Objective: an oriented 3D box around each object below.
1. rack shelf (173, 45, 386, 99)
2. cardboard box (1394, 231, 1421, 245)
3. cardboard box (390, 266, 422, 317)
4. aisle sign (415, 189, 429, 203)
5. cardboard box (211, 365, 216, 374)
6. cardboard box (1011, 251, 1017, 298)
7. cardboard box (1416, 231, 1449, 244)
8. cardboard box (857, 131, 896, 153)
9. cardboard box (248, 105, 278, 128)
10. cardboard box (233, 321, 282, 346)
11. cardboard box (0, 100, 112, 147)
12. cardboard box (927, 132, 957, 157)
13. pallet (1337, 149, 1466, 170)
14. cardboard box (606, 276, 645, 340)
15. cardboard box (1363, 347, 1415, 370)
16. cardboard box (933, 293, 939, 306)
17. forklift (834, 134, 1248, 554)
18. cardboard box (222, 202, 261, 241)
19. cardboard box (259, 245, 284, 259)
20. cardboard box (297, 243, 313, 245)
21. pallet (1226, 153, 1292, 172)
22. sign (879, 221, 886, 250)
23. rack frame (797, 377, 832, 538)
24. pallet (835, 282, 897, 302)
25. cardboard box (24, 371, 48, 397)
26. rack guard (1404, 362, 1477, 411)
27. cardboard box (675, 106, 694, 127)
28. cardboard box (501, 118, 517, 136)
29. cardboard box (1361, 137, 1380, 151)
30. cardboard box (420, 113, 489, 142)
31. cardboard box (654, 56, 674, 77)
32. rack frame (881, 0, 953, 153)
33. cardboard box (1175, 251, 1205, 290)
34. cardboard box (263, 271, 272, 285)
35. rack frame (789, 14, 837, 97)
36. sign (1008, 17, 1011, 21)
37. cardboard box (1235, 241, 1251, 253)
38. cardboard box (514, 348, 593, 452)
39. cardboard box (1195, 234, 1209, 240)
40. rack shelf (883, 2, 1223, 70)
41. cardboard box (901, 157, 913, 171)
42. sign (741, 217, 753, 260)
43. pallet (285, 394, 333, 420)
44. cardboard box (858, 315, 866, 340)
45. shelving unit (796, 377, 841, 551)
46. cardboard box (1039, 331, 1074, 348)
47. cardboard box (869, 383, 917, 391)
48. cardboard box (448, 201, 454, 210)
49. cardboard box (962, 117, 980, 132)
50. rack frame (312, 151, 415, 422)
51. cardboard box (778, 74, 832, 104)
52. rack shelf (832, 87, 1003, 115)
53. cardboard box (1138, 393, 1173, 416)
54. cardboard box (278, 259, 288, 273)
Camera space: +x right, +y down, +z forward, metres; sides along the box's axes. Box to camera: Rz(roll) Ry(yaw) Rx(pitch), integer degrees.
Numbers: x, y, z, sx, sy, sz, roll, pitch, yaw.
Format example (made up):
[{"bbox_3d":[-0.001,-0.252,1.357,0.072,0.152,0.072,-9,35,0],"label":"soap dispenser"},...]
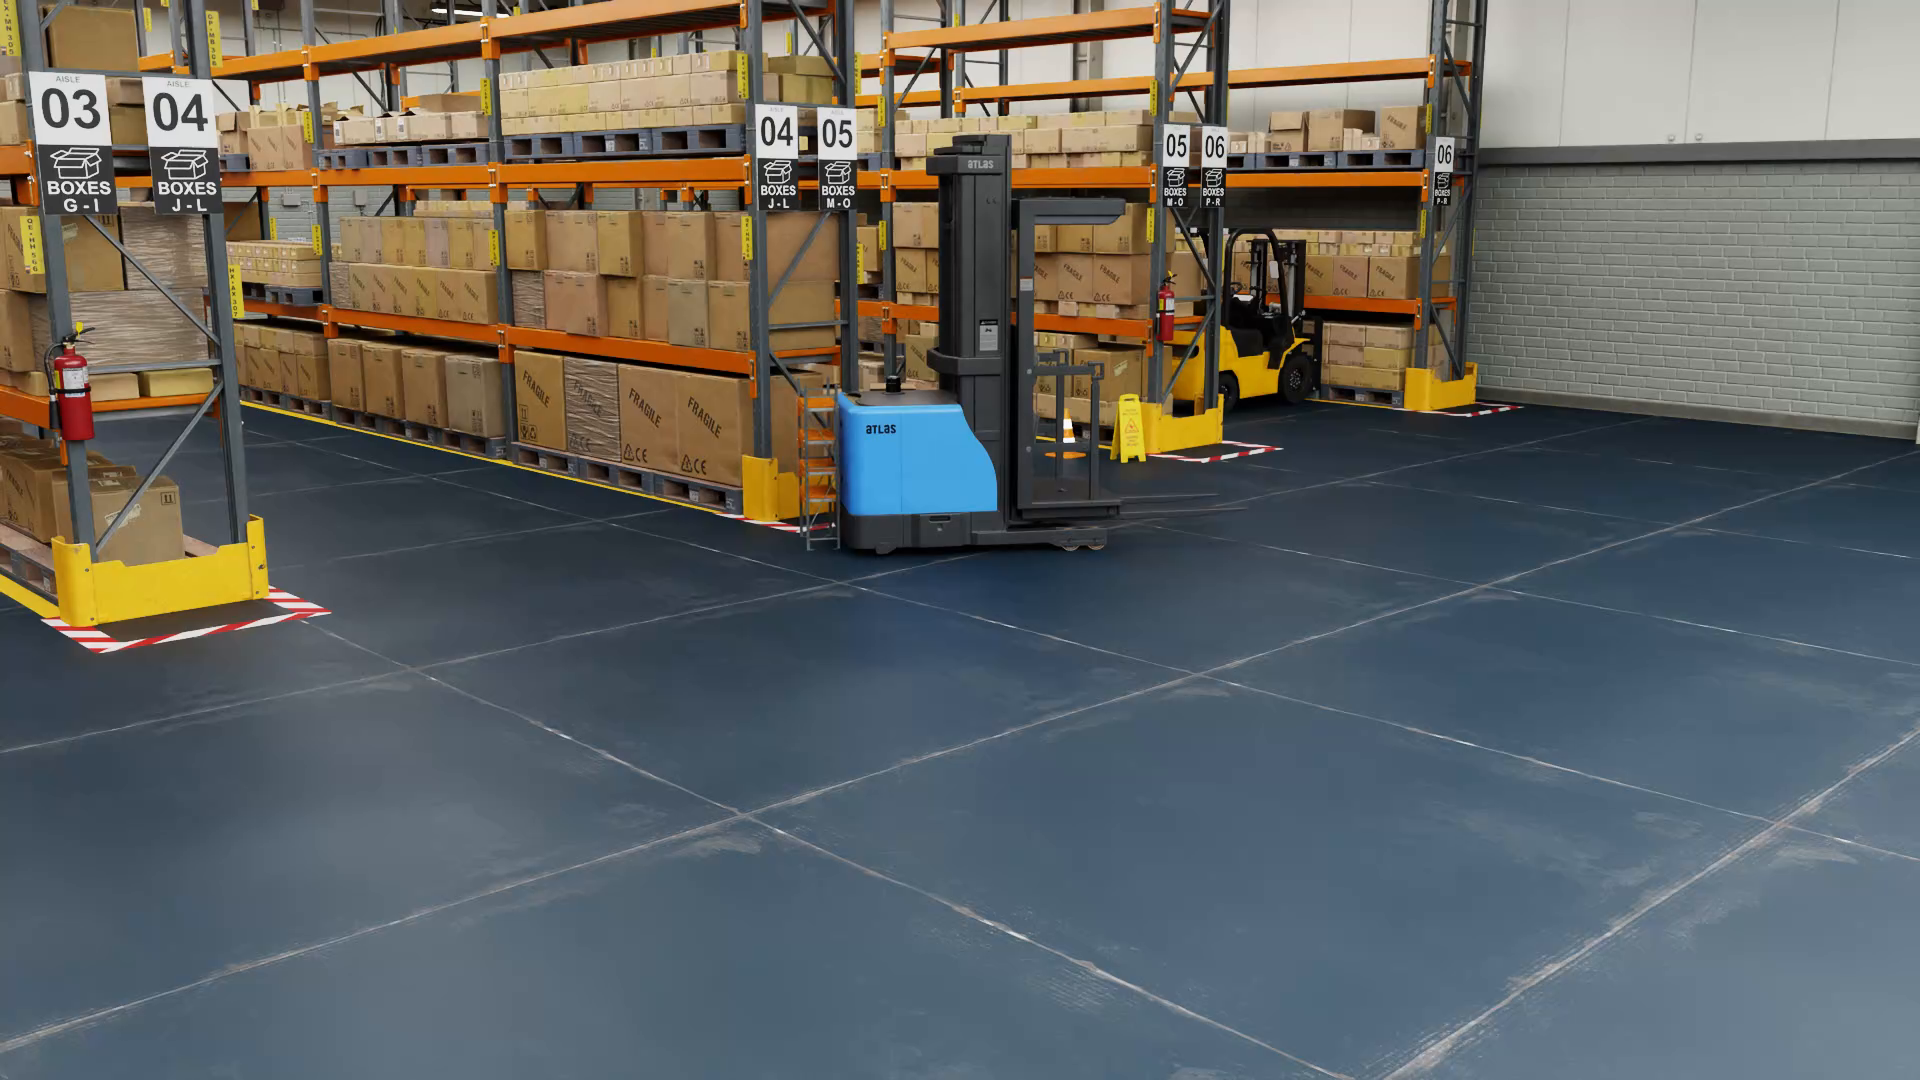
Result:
[{"bbox_3d":[-8.142,-5.566,19.901,1.077,0.370,4.000,-11,16,-43],"label":"rack shelf"},{"bbox_3d":[5.462,-3.649,20.095,0.380,0.149,0.250,-11,16,-42],"label":"cardboard box"},{"bbox_3d":[-5.602,-2.610,17.396,0.500,0.500,0.500,-11,16,-43],"label":"cardboard box"},{"bbox_3d":[-9.034,-6.000,27.656,0.394,0.787,0.004,-11,16,-43],"label":"aisle sign"},{"bbox_3d":[-10.040,-2.287,22.103,0.380,0.149,0.250,-11,16,-42],"label":"cardboard box"},{"bbox_3d":[0.679,-2.880,17.974,0.500,0.500,0.500,-11,16,-42],"label":"cardboard box"},{"bbox_3d":[5.784,-3.705,20.366,0.380,0.149,0.250,-11,16,-44],"label":"cardboard box"},{"bbox_3d":[-0.996,-4.671,19.549,0.500,0.250,0.500,-11,16,-44],"label":"cardboard box"},{"bbox_3d":[-8.131,-4.985,19.595,0.396,0.266,0.258,-11,16,-43],"label":"cardboard box"},{"bbox_3d":[-8.834,-2.595,20.867,0.500,0.250,0.500,-10,16,-41],"label":"cardboard box"},{"bbox_3d":[-5.410,-2.471,9.909,0.500,0.250,0.500,-10,16,-41],"label":"cardboard box"},{"bbox_3d":[-0.019,-4.370,18.390,0.500,0.250,0.500,-11,16,-43],"label":"cardboard box"},{"bbox_3d":[5.392,-4.646,20.314,1.003,0.211,1.213,-11,16,-43],"label":"pallet"},{"bbox_3d":[-2.612,-2.086,14.731,0.875,0.550,0.500,-11,16,-43],"label":"cardboard box"},{"bbox_3d":[5.300,-2.245,20.408,0.500,0.250,0.500,-11,16,-43],"label":"cardboard box"},{"bbox_3d":[-0.085,-2.727,18.837,0.380,0.149,0.250,-11,16,-43],"label":"cardboard box"},{"bbox_3d":[0.611,-1.460,12.233,3.031,2.935,1.130,-2,12,-11],"label":"forklift"},{"bbox_3d":[-9.658,-4.252,22.154,0.500,0.500,0.500,-10,16,-41],"label":"cardboard box"},{"bbox_3d":[-7.970,-3.379,19.489,0.380,0.149,0.250,-10,15,-41],"label":"cardboard box"},{"bbox_3d":[-7.848,-3.544,20.288,0.380,0.149,0.250,-10,15,-41],"label":"cardboard box"},{"bbox_3d":[3.707,-5.002,22.043,1.003,0.211,1.213,-11,16,-43],"label":"pallet"},{"bbox_3d":[-0.887,-3.494,19.068,0.100,0.325,0.005,-11,16,-43],"label":"sign"},{"bbox_3d":[-1.084,-0.612,12.408,0.240,1.200,0.015,-2,12,-11],"label":"rack frame"},{"bbox_3d":[-0.911,-3.043,20.222,1.003,0.211,1.213,-11,16,-43],"label":"pallet"},{"bbox_3d":[-5.621,-0.996,10.434,0.380,0.149,0.250,-11,16,-43],"label":"cardboard box"},{"bbox_3d":[5.878,-1.886,20.325,1.175,0.500,0.348,-11,16,-43],"label":"rack guard"},{"bbox_3d":[-2.062,-3.393,13.347,0.380,0.149,0.250,-11,16,-42],"label":"cardboard box"},{"bbox_3d":[-3.993,-3.801,15.326,0.380,0.149,0.250,-11,16,-43],"label":"cardboard box"},{"bbox_3d":[5.070,-4.793,20.141,0.250,0.149,0.380,11,16,44],"label":"cardboard box"},{"bbox_3d":[-5.010,-4.100,16.529,0.500,0.250,0.500,-11,16,-43],"label":"cardboard box"},{"bbox_3d":[-2.242,-3.821,13.451,0.380,0.149,0.250,-11,16,-42],"label":"cardboard box"},{"bbox_3d":[-0.488,-5.943,18.958,1.000,3.000,0.127,-11,16,-43],"label":"rack frame"},{"bbox_3d":[3.217,-3.645,22.422,0.500,0.500,0.500,11,16,44],"label":"cardboard box"},{"bbox_3d":[-7.951,-3.086,19.537,0.380,0.149,0.250,-11,16,-43],"label":"cardboard box"},{"bbox_3d":[-2.425,-7.803,27.985,1.000,3.000,0.127,-11,16,-43],"label":"rack frame"},{"bbox_3d":[0.736,-7.832,25.419,0.100,0.325,0.005,-11,16,-43],"label":"sign"},{"bbox_3d":[3.806,-3.824,21.684,0.380,0.149,0.250,-11,16,-43],"label":"cardboard box"},{"bbox_3d":[-3.615,-1.364,15.823,0.875,0.875,0.875,-11,16,-42],"label":"cardboard box"},{"bbox_3d":[3.364,-4.099,22.279,0.380,0.149,0.250,-11,16,-42],"label":"cardboard box"},{"bbox_3d":[0.893,-5.297,17.614,1.077,0.370,4.000,-11,16,-43],"label":"rack shelf"},{"bbox_3d":[-0.450,-4.271,18.895,0.380,0.149,0.250,-11,16,-43],"label":"cardboard box"},{"bbox_3d":[-1.638,-2.326,12.812,0.100,0.325,0.005,-11,16,-43],"label":"sign"},{"bbox_3d":[-7.299,-1.633,19.813,1.003,0.211,1.213,-11,16,-43],"label":"pallet"},{"bbox_3d":[-1.538,-3.594,27.578,0.500,0.500,0.500,11,16,43],"label":"cardboard box"},{"bbox_3d":[-1.037,-0.564,12.173,0.258,1.200,0.503,-2,12,-11],"label":"shelving unit"},{"bbox_3d":[1.059,-2.127,17.610,0.380,0.149,0.250,-11,16,-42],"label":"cardboard box"},{"bbox_3d":[-0.732,-1.436,18.136,0.500,0.500,0.500,-1,12,-4],"label":"cardboard box"},{"bbox_3d":[-7.987,-5.373,26.725,0.380,0.149,0.250,-11,16,-42],"label":"cardboard box"},{"bbox_3d":[0.240,-4.505,18.058,0.250,0.149,0.380,11,16,43],"label":"cardboard box"},{"bbox_3d":[-6.761,-2.884,18.977,1.000,3.000,0.127,-11,16,-43],"label":"rack frame"},{"bbox_3d":[-1.384,-3.619,13.455,0.500,0.250,0.500,-11,16,-43],"label":"cardboard box"},{"bbox_3d":[-1.044,-6.963,26.681,1.077,0.370,4.000,-11,16,-43],"label":"rack shelf"},{"bbox_3d":[1.917,-1.436,17.723,0.500,0.250,0.500,-11,16,-43],"label":"cardboard box"},{"bbox_3d":[-7.617,-3.160,19.160,0.380,0.149,0.250,-10,15,-40],"label":"cardboard box"}]
